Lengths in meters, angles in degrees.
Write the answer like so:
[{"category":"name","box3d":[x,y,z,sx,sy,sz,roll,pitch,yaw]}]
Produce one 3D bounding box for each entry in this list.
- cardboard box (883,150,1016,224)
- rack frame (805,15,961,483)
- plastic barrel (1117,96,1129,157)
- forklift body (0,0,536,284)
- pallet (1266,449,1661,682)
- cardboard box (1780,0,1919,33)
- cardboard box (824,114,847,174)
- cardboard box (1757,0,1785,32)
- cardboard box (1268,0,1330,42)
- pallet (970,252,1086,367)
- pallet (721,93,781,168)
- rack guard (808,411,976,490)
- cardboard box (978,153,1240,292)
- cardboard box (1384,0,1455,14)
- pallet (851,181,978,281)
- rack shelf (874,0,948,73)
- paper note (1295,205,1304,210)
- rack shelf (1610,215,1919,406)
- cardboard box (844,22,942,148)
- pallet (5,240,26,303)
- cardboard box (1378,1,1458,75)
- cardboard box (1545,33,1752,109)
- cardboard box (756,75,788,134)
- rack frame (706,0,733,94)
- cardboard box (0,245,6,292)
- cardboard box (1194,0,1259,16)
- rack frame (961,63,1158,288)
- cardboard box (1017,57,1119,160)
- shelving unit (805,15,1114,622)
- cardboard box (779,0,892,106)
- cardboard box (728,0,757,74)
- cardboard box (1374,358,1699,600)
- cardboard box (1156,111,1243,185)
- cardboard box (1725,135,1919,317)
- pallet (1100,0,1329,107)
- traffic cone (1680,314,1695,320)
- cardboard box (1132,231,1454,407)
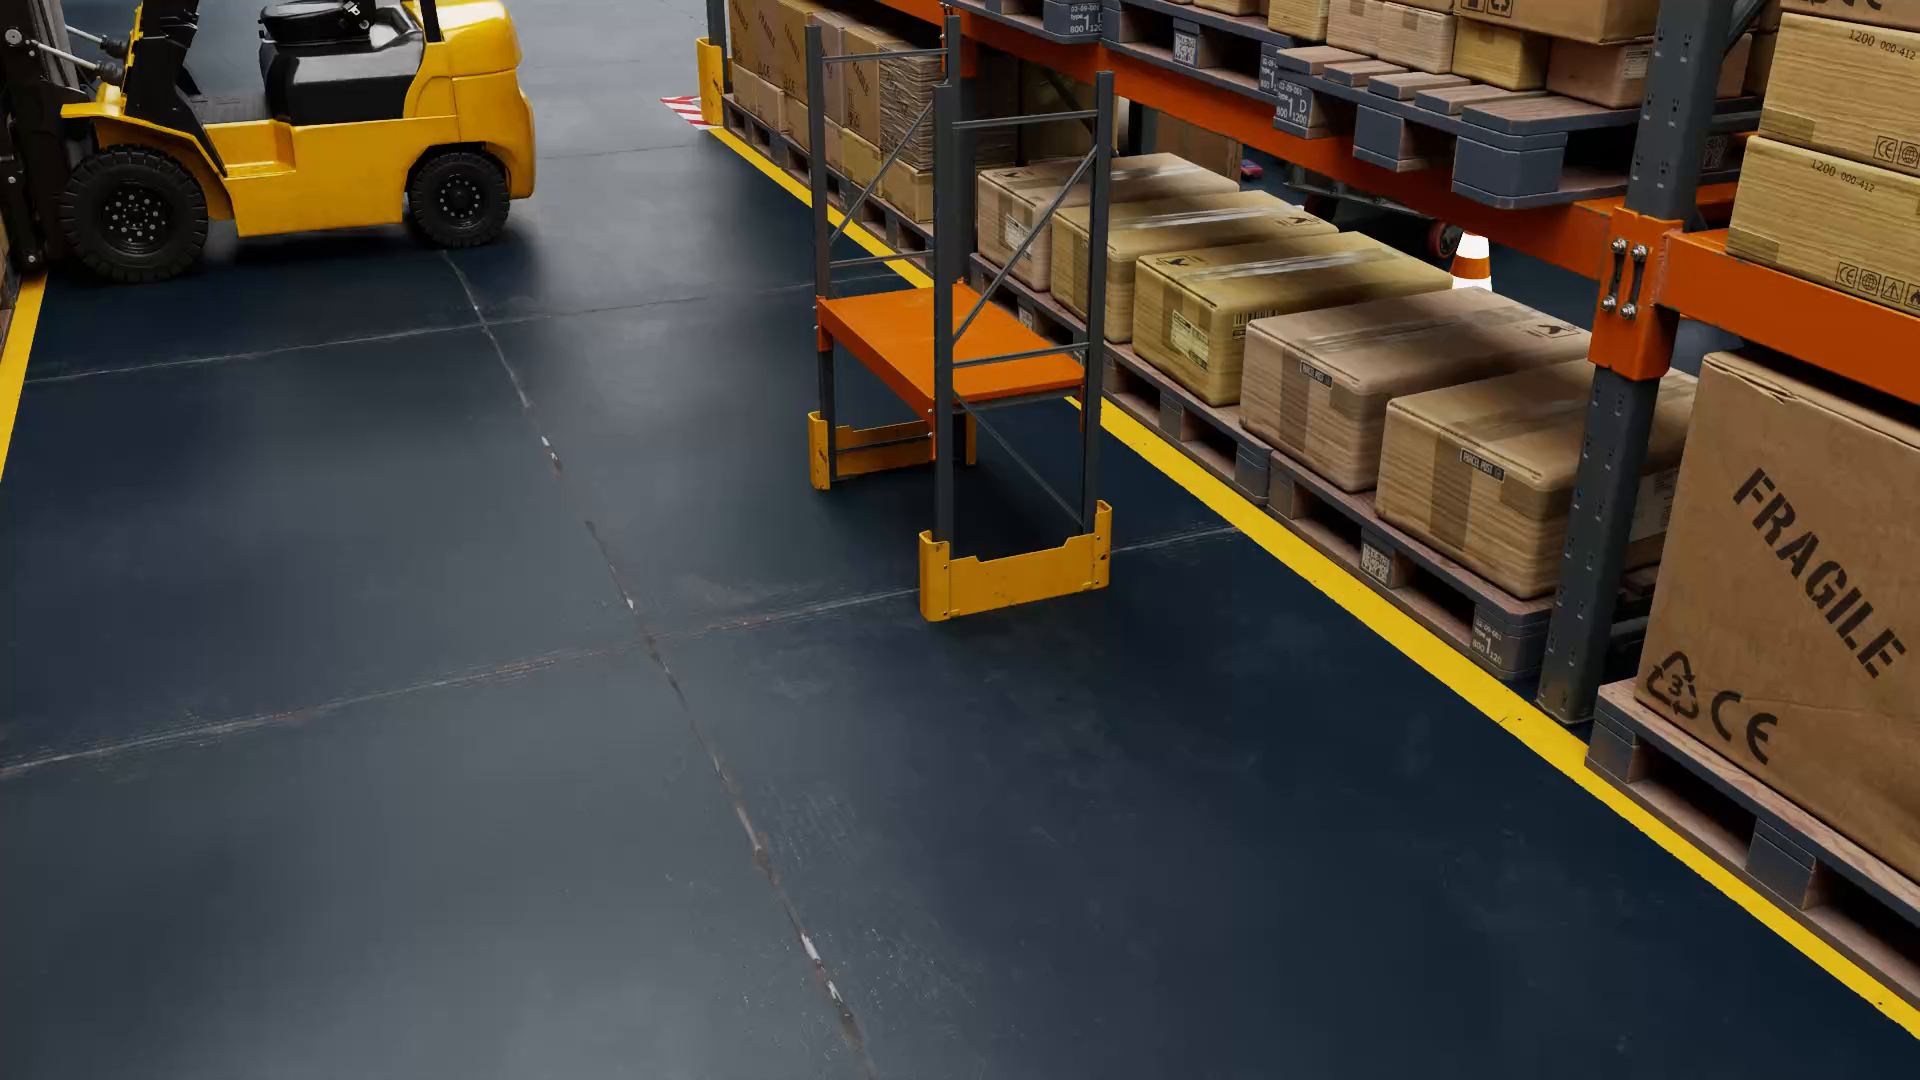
[{"category":"cardboard box","box3d":[-0.056,-1.735,8.040,0.500,0.250,0.500,-9,28,-18]},{"category":"rack frame","box3d":[-0.232,-0.914,5.412,0.500,1.500,0.032,-11,28,-21]},{"category":"plastic barrel","box3d":[1.058,-2.473,9.832,0.512,0.421,0.421,8,27,15]},{"category":"forklift body","box3d":[-3.288,-2.516,7.953,2.313,2.155,1.214,-11,28,-21]},{"category":"pallet","box3d":[1.684,-0.037,5.086,1.003,0.211,1.213,-11,28,-21]},{"category":"cardboard box","box3d":[1.957,-1.228,3.092,0.500,0.500,0.500,-12,28,-22]},{"category":"cardboard box","box3d":[-0.469,-2.154,8.899,0.500,0.250,0.500,-10,28,-20]},{"category":"cardboard box","box3d":[2.026,-1.563,4.102,0.500,0.500,0.500,-11,28,-22]},{"category":"cardboard box","box3d":[1.121,-1.544,4.801,0.380,0.149,0.250,-10,28,-20]},{"category":"pallet","box3d":[0.729,-1.022,7.103,1.003,0.211,1.213,-11,28,-21]},{"category":"pallet","box3d":[-0.828,-2.586,10.307,1.003,0.211,1.213,-11,28,-21]},{"category":"rack guard","box3d":[-0.225,-0.344,5.670,0.587,0.250,0.087,-11,28,-21]},{"category":"cardboard box","box3d":[0.630,-1.386,7.186,0.950,0.372,0.625,-10,28,-20]},{"category":"cardboard box","box3d":[1.343,-1.685,4.350,0.500,0.500,0.500,-11,28,-21]},{"category":"pallet","box3d":[0.127,-1.601,8.289,1.003,0.211,1.213,-11,28,-21]},{"category":"rack shelf","box3d":[-0.361,-3.074,8.946,1.077,0.370,4.000,-11,28,-21]},{"category":"paper note","box3d":[1.785,-1.762,8.825,0.148,0.019,0.142,-11,28,-21]},{"category":"rack shelf","box3d":[2.772,0.156,2.332,1.077,0.370,4.000,-11,28,-21]},{"category":"cardboard box","box3d":[-0.257,-2.277,8.296,0.500,0.500,0.500,-10,28,-20]},{"category":"pallet","box3d":[-4.898,-1.304,7.679,1.003,0.211,1.213,-11,28,-21]},{"category":"cardboard box","box3d":[1.333,-1.332,4.367,0.380,0.149,0.250,-11,28,-21]},{"category":"cardboard box","box3d":[1.644,-1.142,3.979,0.380,0.149,0.250,-10,28,-19]},{"category":"cardboard box","box3d":[-0.889,-2.577,9.764,0.500,0.250,0.500,-10,28,-19]},{"category":"rack frame","box3d":[-1.144,-4.204,10.442,1.000,3.000,0.127,-11,28,-21]},{"category":"cardboard box","box3d":[-4.241,-1.143,6.827,0.500,0.250,0.500,-11,28,-22]},{"category":"cardboard box","box3d":[0.965,-1.754,5.232,0.380,0.149,0.250,-12,28,-22]},{"category":"rack frame","box3d":[0.423,-2.589,7.135,1.000,3.000,0.127,-11,28,-21]},{"category":"cardboard box","box3d":[0.440,-2.164,8.064,0.500,0.500,0.500,-9,27,-18]},{"category":"shelving unit","box3d":[-0.030,-0.705,4.984,0.587,1.500,1.083,-11,28,-21]},{"category":"cardboard box","box3d":[-0.675,-2.697,9.157,0.500,0.500,0.500,-10,28,-20]},{"category":"cardboard box","box3d":[-1.073,-3.112,10.005,0.500,0.500,0.500,-12,28,-22]},{"category":"cardboard box","box3d":[1.777,-0.212,4.782,0.950,0.372,0.625,-13,29,-24]},{"category":"cardboard box","box3d":[1.255,-2.134,9.047,0.500,0.500,0.500,8,27,15]},{"category":"cardboard box","box3d":[1.949,-0.666,3.367,0.500,0.250,0.500,-11,28,-21]},{"category":"pallet","box3d":[1.176,-1.681,5.492,1.003,0.211,1.213,-11,28,-21]},{"category":"traffic cone","box3d":[3.230,-1.244,7.271,0.336,0.463,0.334,-11,28,-21]},{"category":"cardboard box","box3d":[1.189,-0.816,6.019,0.950,0.372,0.625,-10,28,-19]}]
